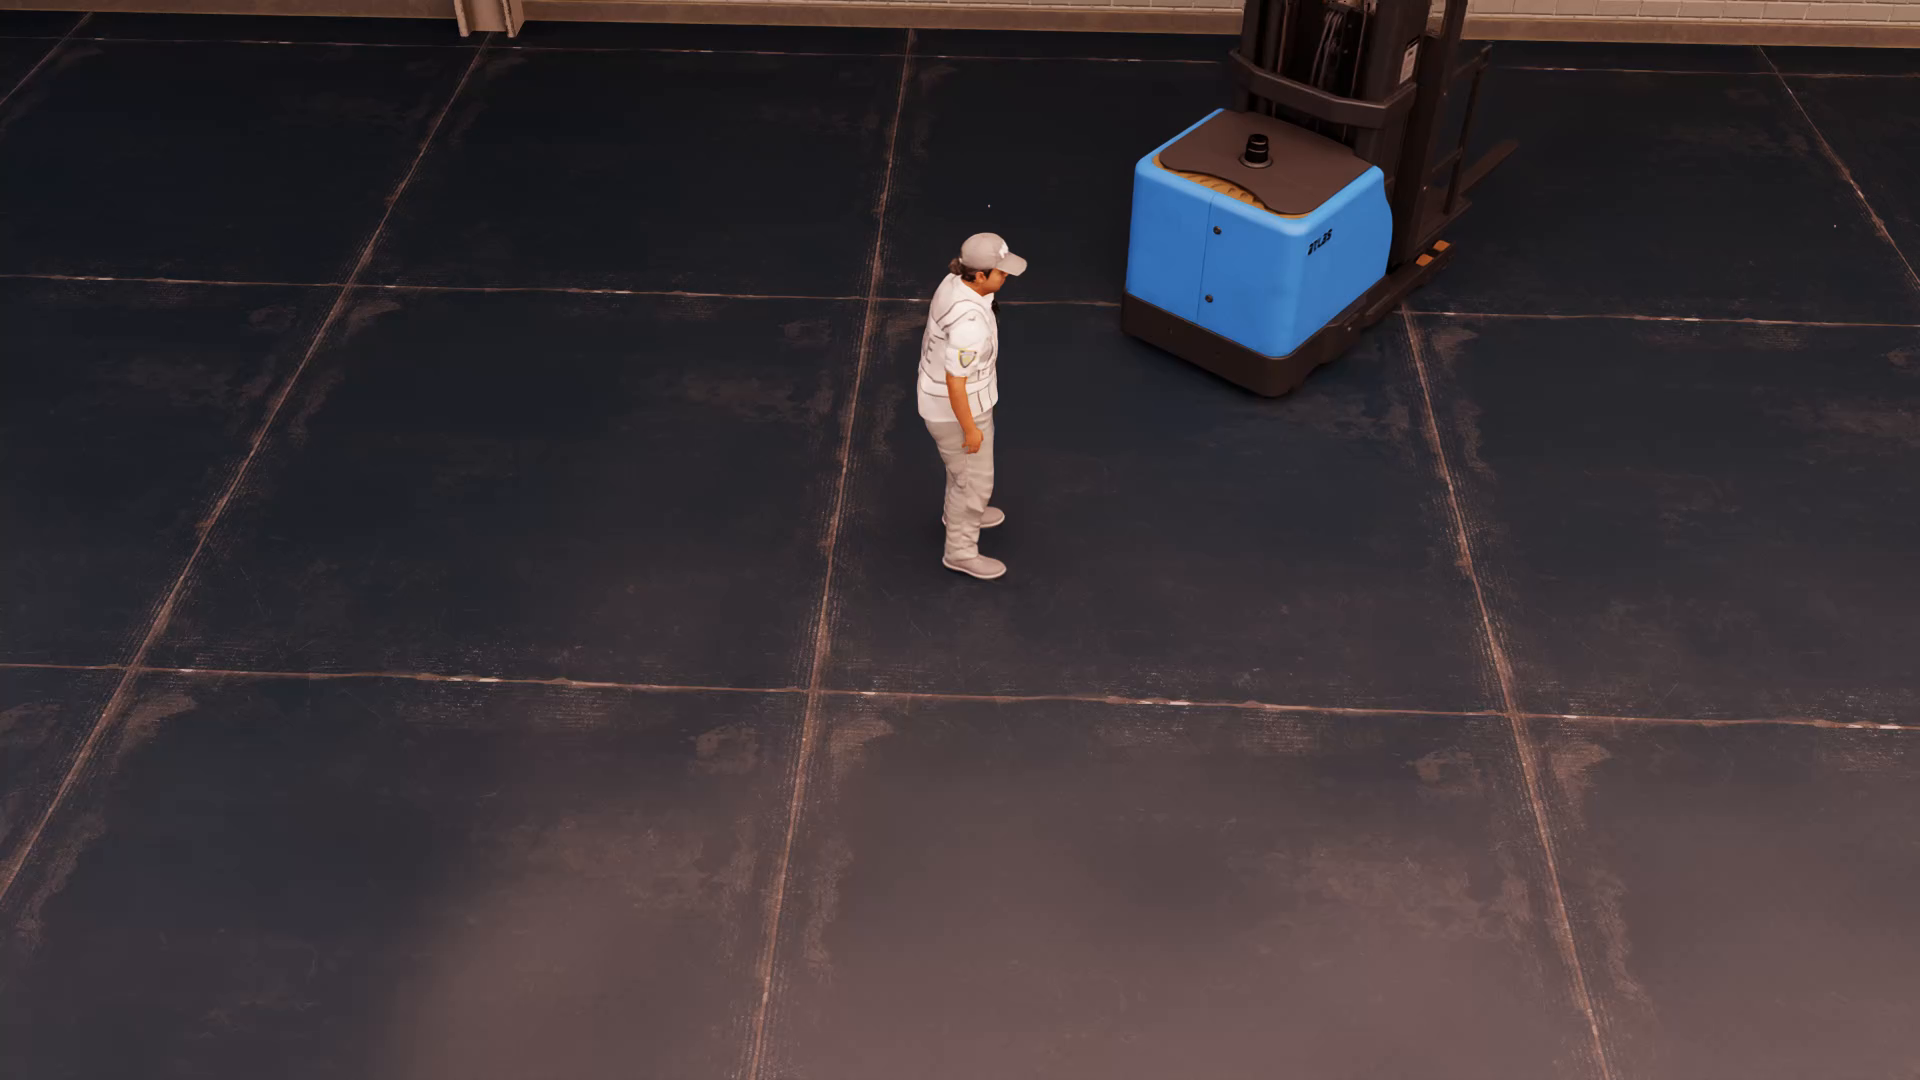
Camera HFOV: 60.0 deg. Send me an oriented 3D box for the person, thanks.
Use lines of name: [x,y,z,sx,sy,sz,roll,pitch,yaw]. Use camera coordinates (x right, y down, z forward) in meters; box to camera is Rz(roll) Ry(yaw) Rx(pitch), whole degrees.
person: [0.045,-0.612,7.353,0.466,1.666,0.546,0,42,0]

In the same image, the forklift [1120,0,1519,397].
forklift: [2.215,-2.748,8.752,1.130,2.935,3.031,30,50,29]
